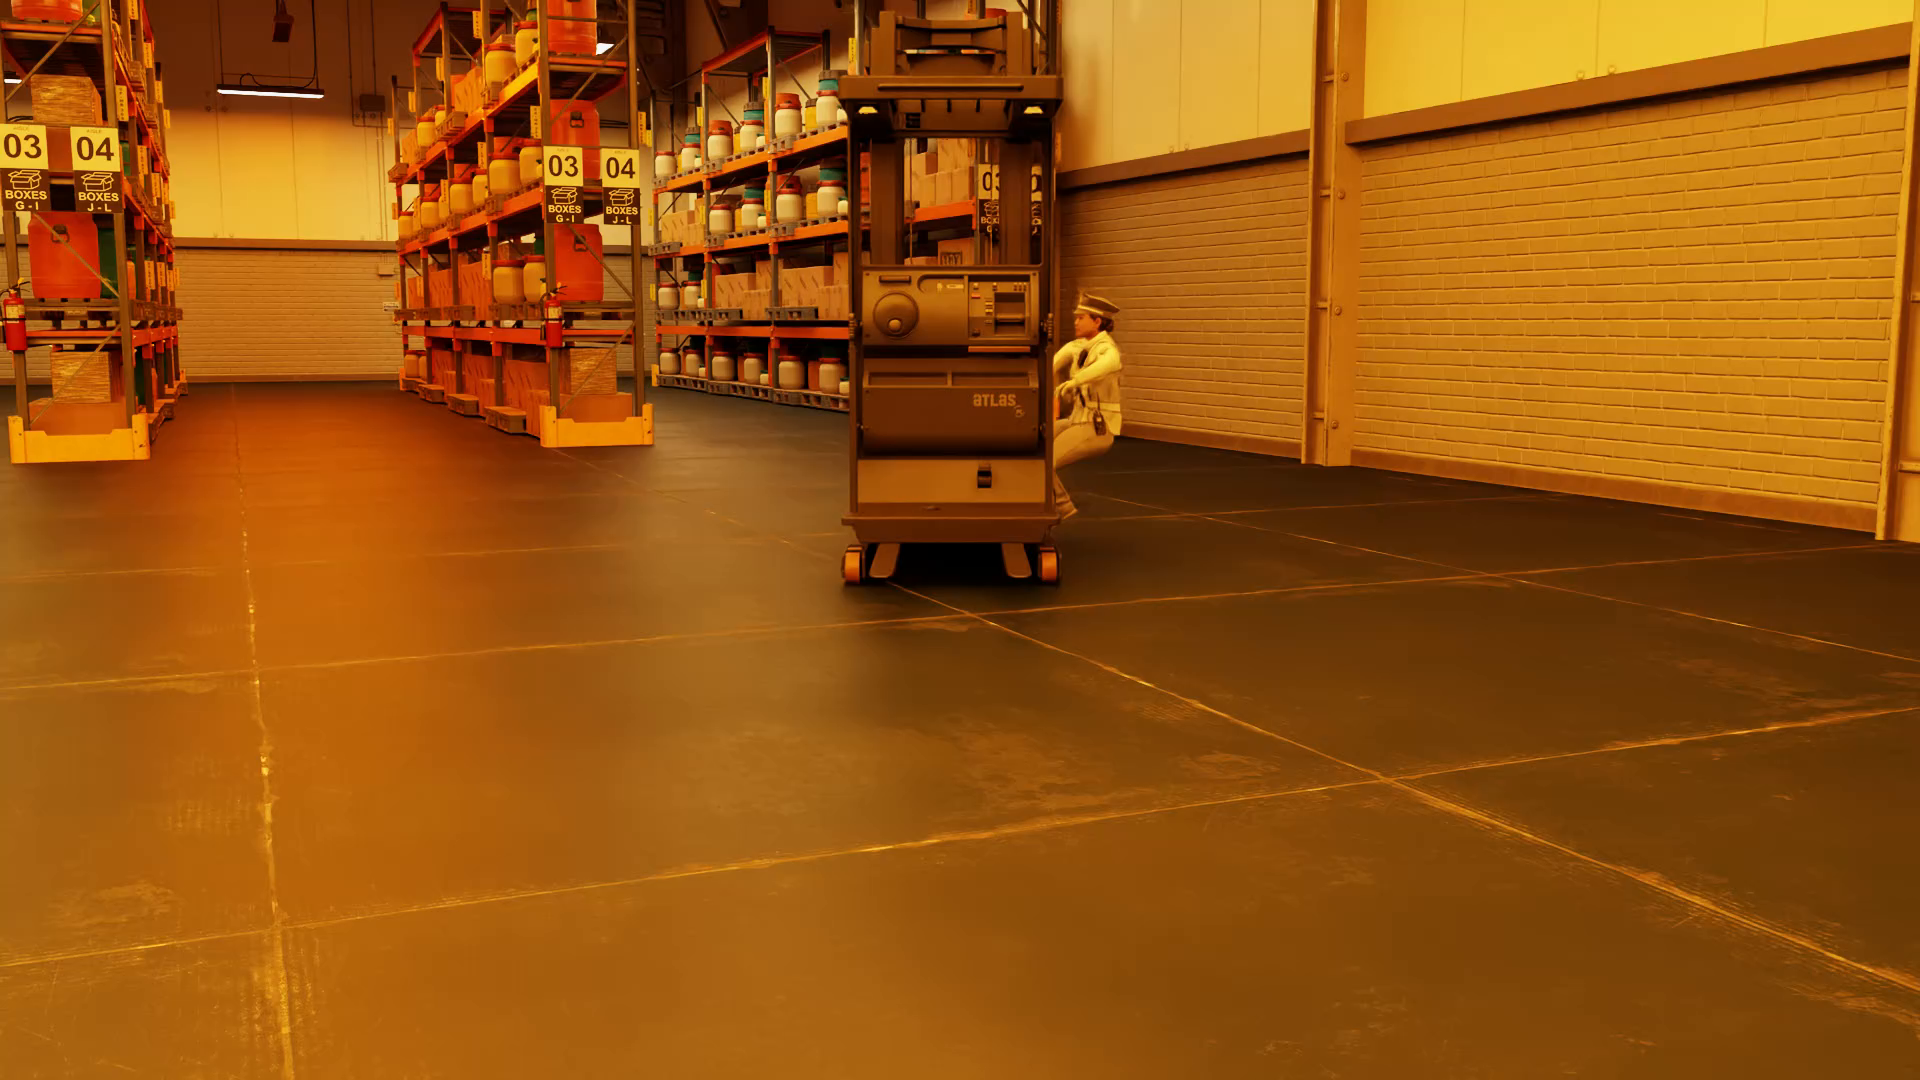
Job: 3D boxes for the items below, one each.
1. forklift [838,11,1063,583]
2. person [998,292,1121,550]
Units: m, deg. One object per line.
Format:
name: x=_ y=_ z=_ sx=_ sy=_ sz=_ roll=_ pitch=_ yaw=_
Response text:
forklift: x=-0.046 y=-1.269 z=8.567 sx=1.130 sy=2.935 sz=3.031 roll=0 pitch=8 yaw=0
person: x=0.560 y=-0.701 z=9.740 sx=0.772 sy=1.488 sz=1.028 roll=-2 pitch=8 yaw=-13
